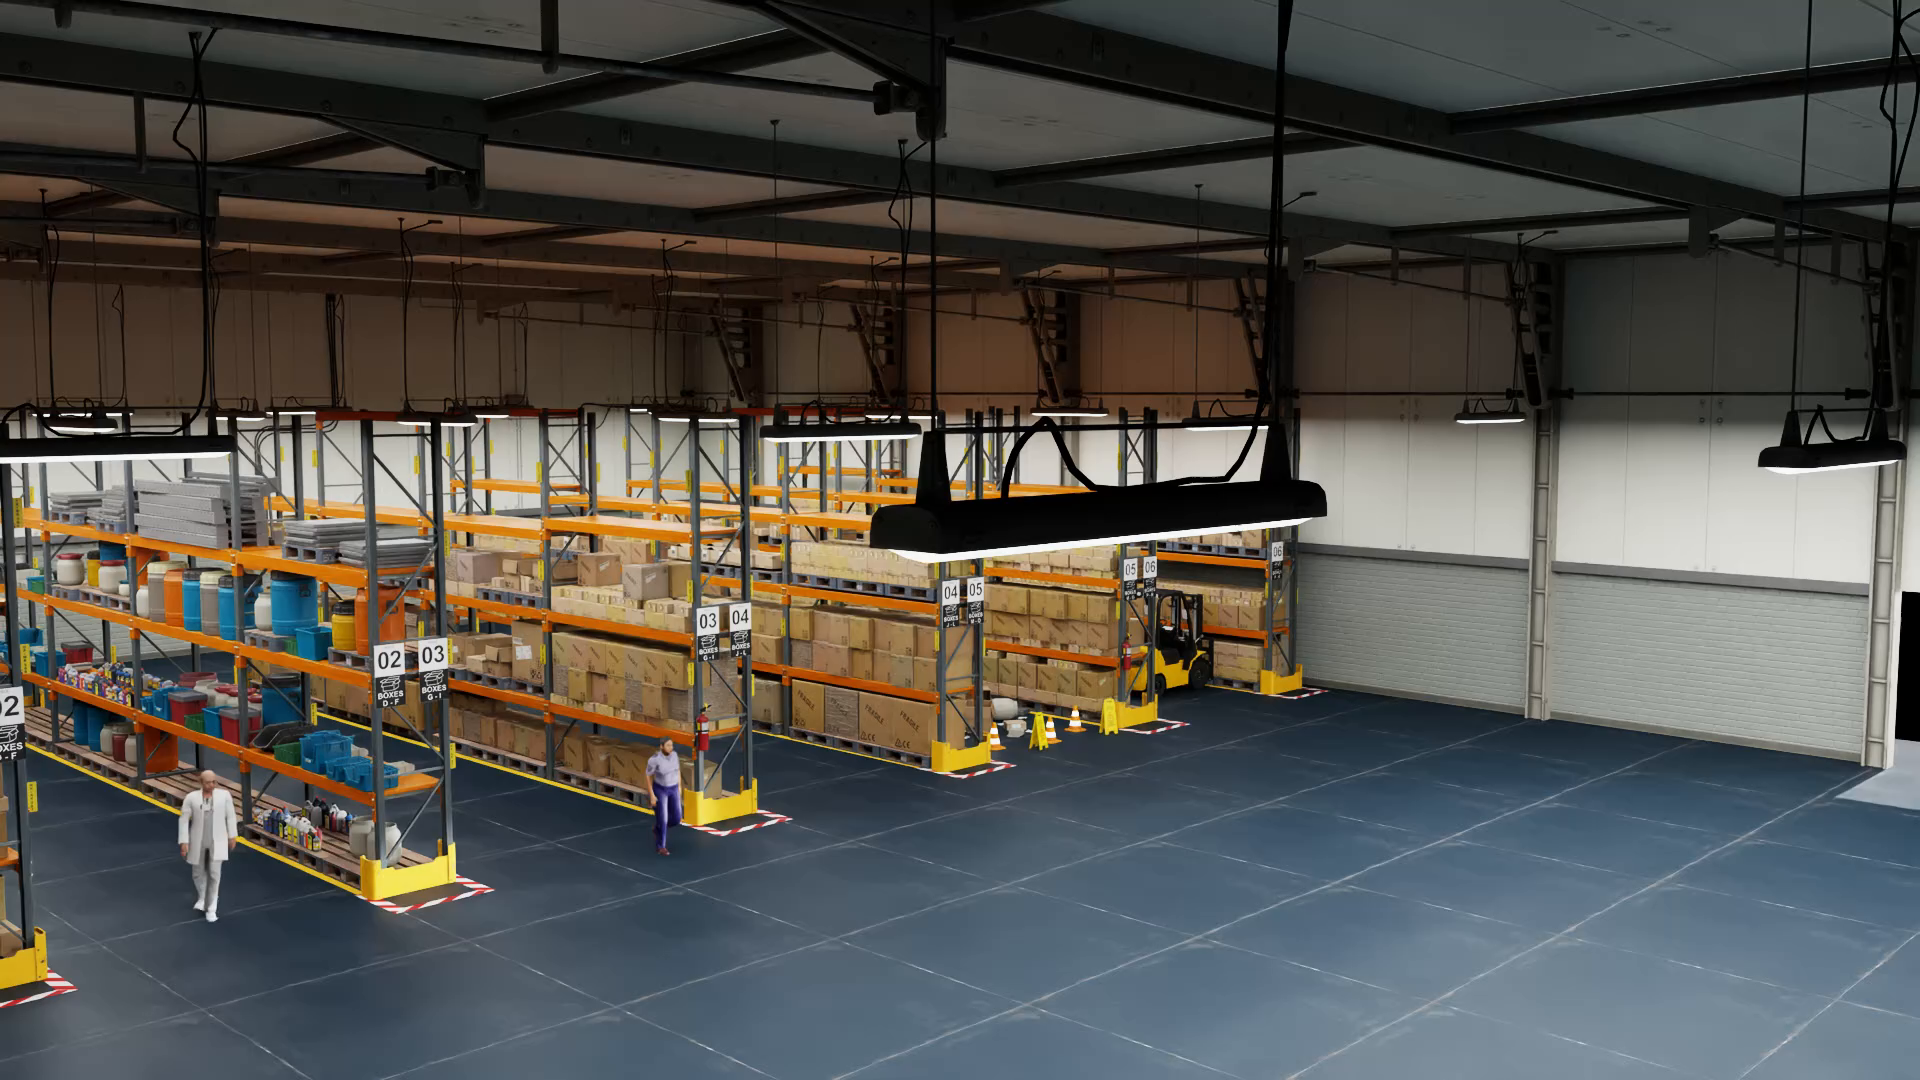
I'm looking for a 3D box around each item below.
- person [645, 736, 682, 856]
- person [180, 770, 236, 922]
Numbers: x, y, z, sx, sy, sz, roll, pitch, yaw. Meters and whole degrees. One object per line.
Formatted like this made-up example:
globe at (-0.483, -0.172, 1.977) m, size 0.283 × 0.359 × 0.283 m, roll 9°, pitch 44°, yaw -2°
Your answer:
person at (-4.120, 3.504, 22.986) m, size 0.539 × 1.618 × 0.571 m, roll 5°, pitch 7°, yaw 44°
person at (-9.126, 3.695, 20.181) m, size 0.610 × 1.829 × 0.740 m, roll -2°, pitch 5°, yaw -22°
